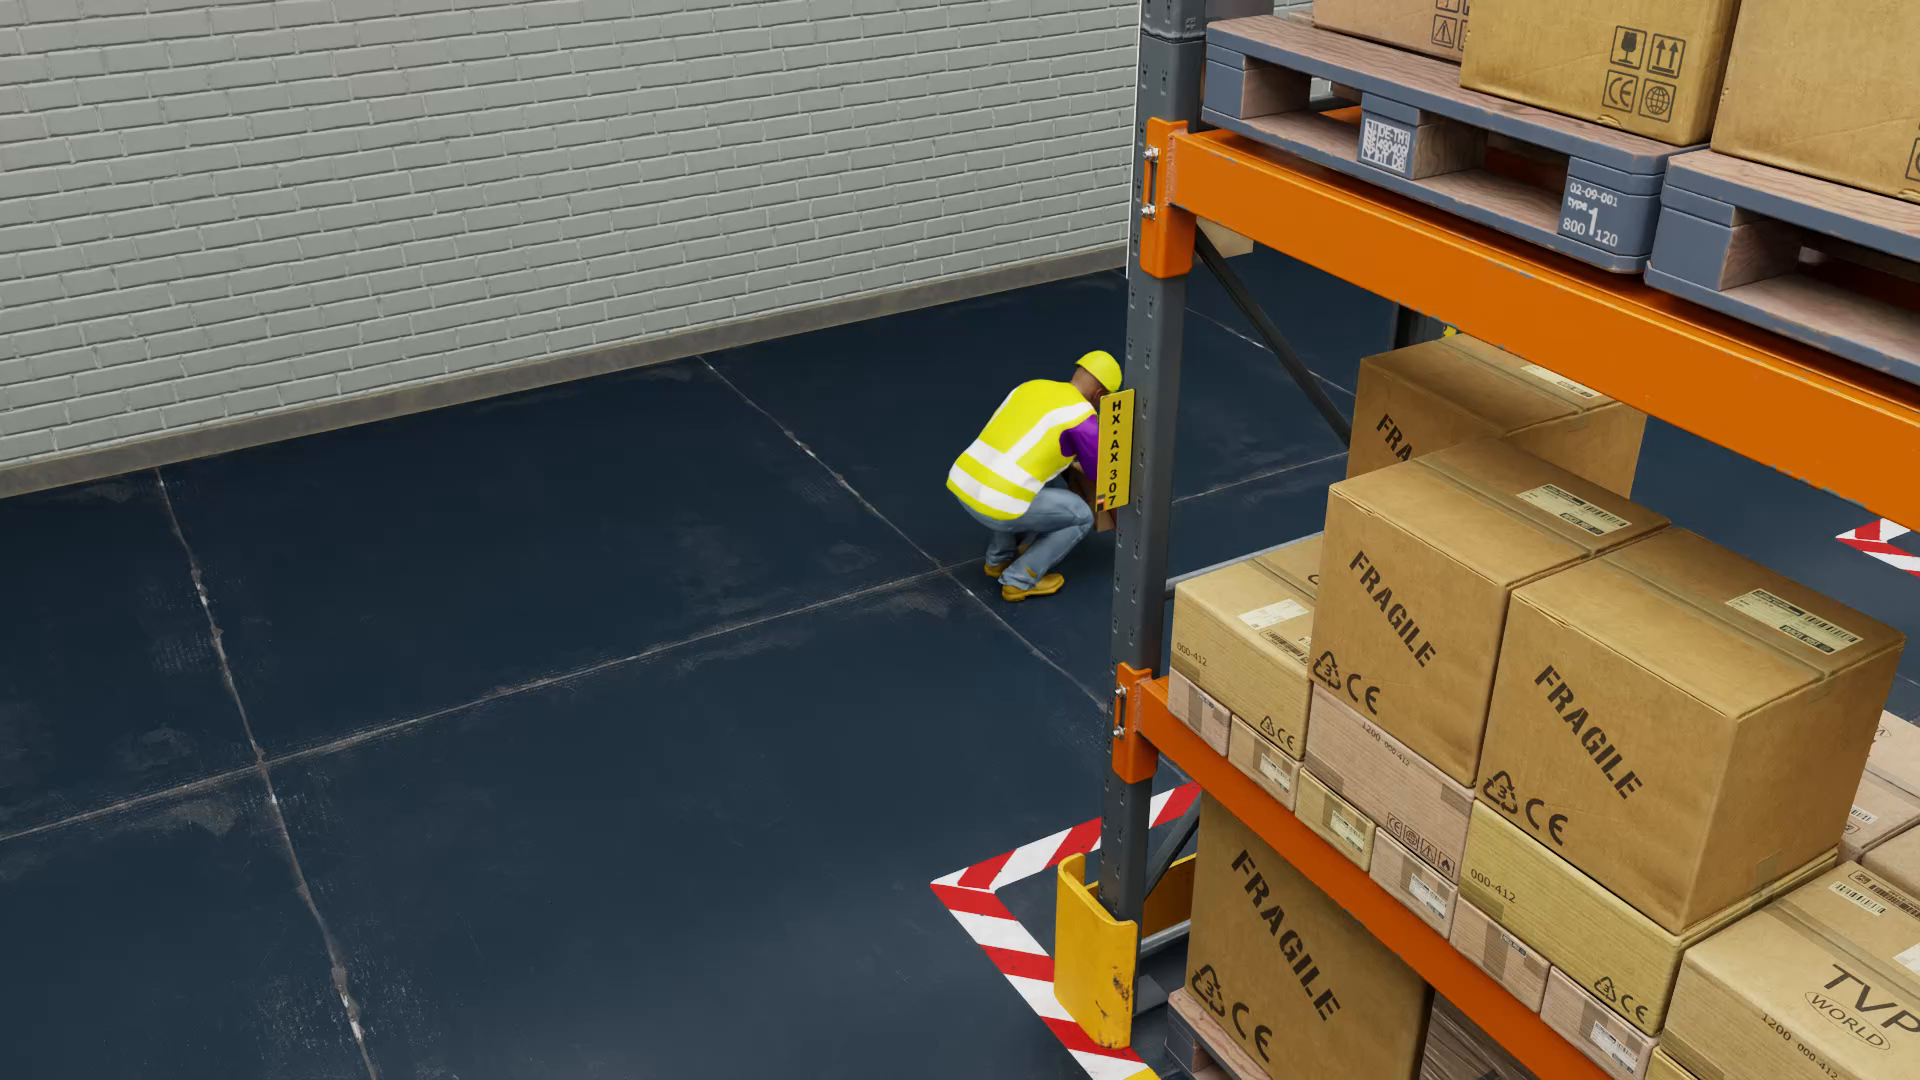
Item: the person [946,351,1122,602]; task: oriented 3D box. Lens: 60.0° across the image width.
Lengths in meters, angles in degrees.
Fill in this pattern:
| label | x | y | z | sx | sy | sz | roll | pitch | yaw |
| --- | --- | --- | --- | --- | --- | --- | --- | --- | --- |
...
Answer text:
| label | x | y | z | sx | sy | sz | roll | pitch | yaw |
| --- | --- | --- | --- | --- | --- | --- | --- | --- | --- |
| person | 0.365 | -0.304 | 7.446 | 0.908 | 1.009 | 0.540 | -17 | 33 | -27 |
